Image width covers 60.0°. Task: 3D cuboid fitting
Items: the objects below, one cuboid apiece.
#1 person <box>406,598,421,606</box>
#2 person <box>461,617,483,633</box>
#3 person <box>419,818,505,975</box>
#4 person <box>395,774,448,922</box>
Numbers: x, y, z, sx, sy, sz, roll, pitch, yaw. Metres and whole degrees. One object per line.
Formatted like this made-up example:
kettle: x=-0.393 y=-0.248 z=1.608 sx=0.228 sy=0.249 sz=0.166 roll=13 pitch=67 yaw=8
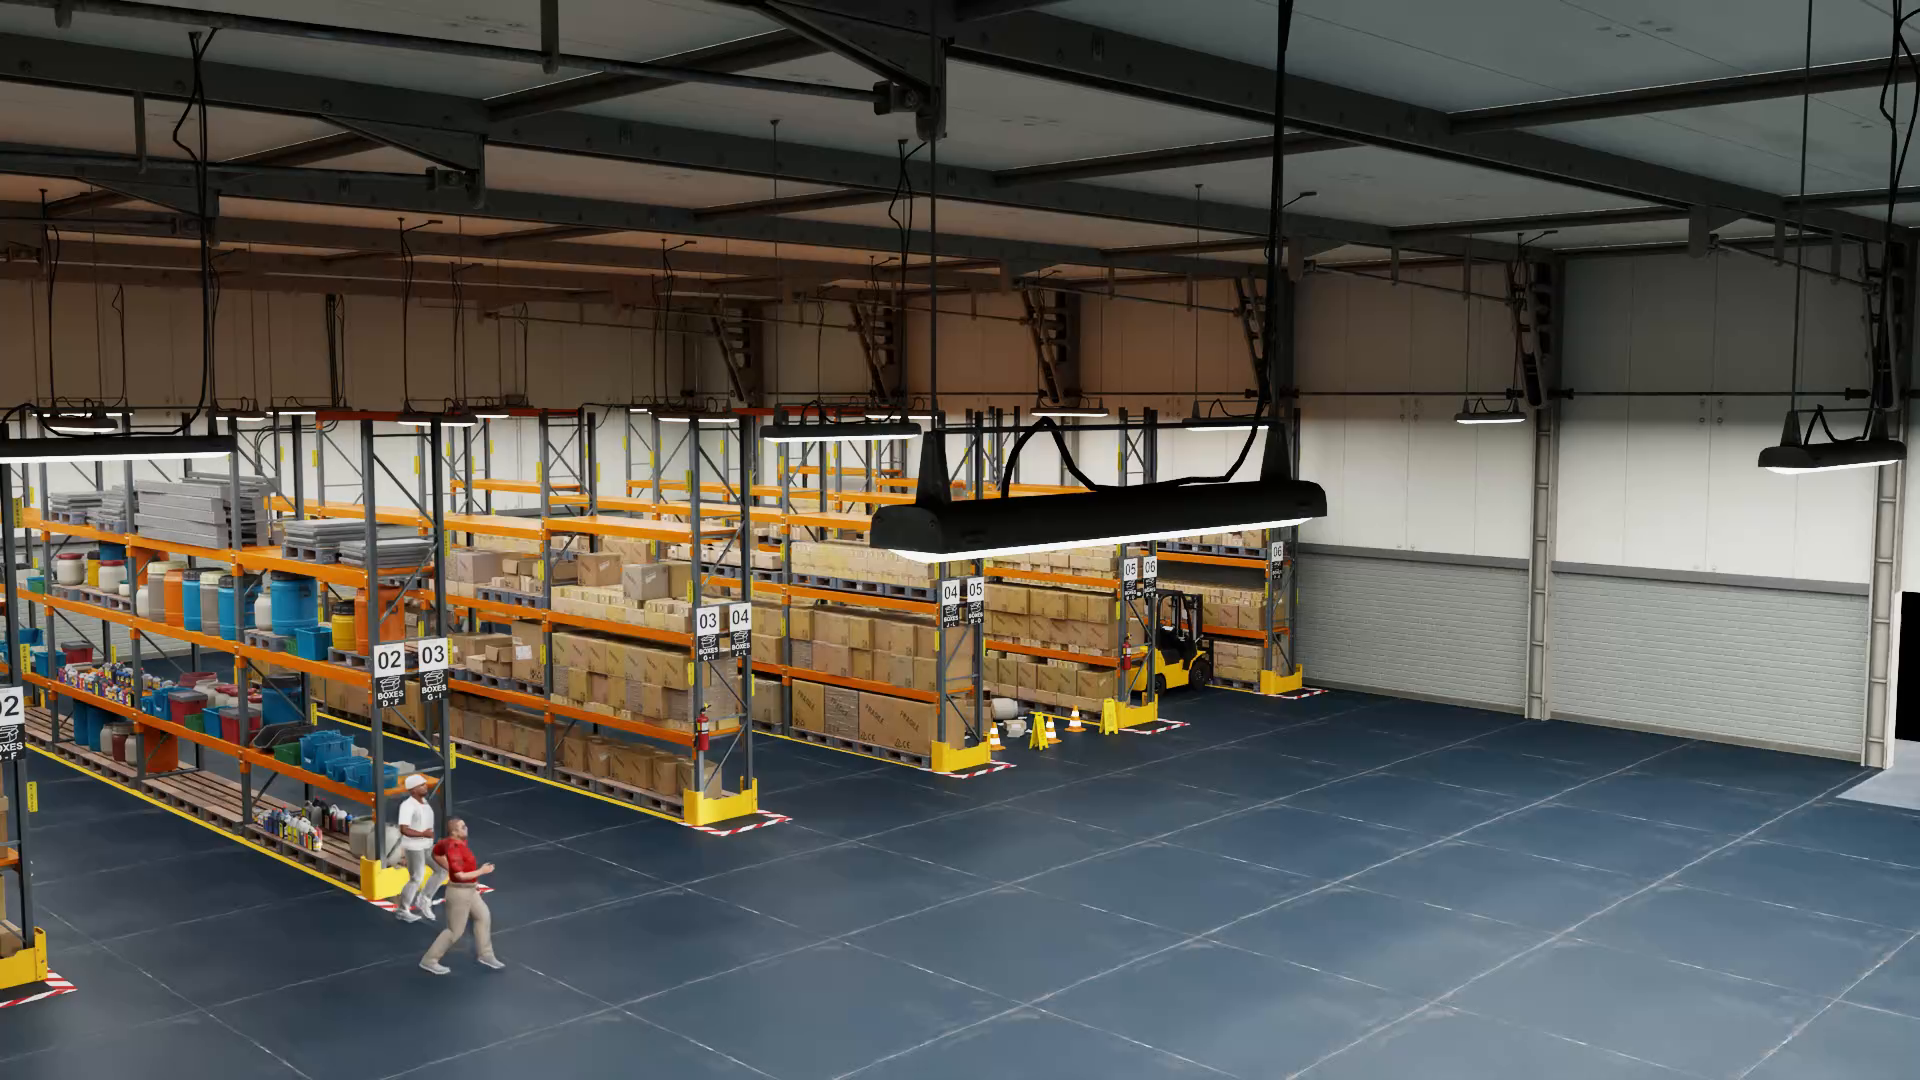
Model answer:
person: x=-13.048 y=2.000 z=39.392 sx=0.885 sy=1.679 sz=0.909 roll=4 pitch=7 yaw=40
person: x=-11.917 y=1.930 z=40.661 sx=0.602 sy=1.624 sz=0.518 roll=5 pitch=7 yaw=43
person: x=-5.431 y=3.884 z=18.093 sx=0.896 sy=1.765 sz=0.668 roll=-1 pitch=5 yaw=-16
person: x=-6.459 y=3.694 z=19.950 sx=0.594 sy=1.770 sz=0.719 roll=0 pitch=5 yaw=6
